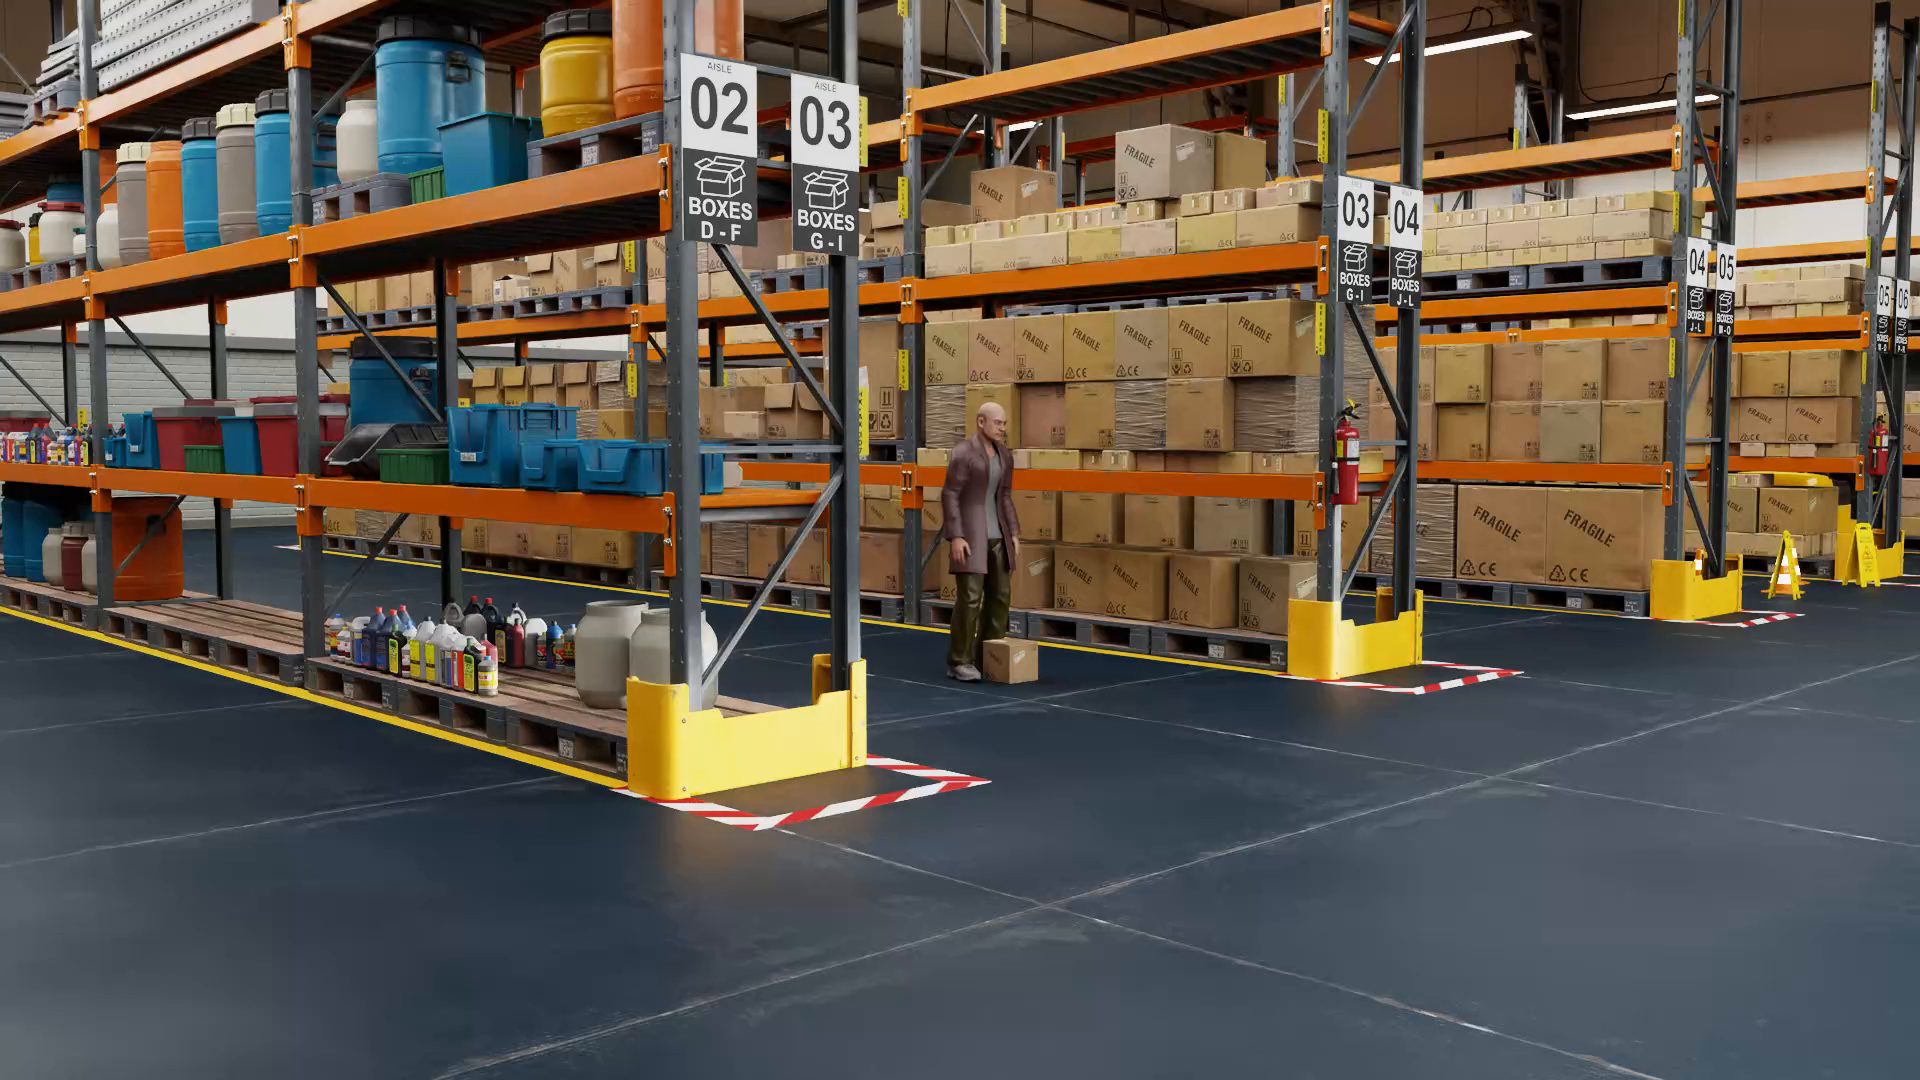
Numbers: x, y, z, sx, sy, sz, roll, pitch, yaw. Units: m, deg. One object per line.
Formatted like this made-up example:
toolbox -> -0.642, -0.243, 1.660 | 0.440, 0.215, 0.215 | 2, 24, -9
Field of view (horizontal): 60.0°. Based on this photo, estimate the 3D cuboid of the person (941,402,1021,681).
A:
person -> 0.148, -0.001, 10.756 | 0.652, 1.774, 0.417 | -4, 5, -45
